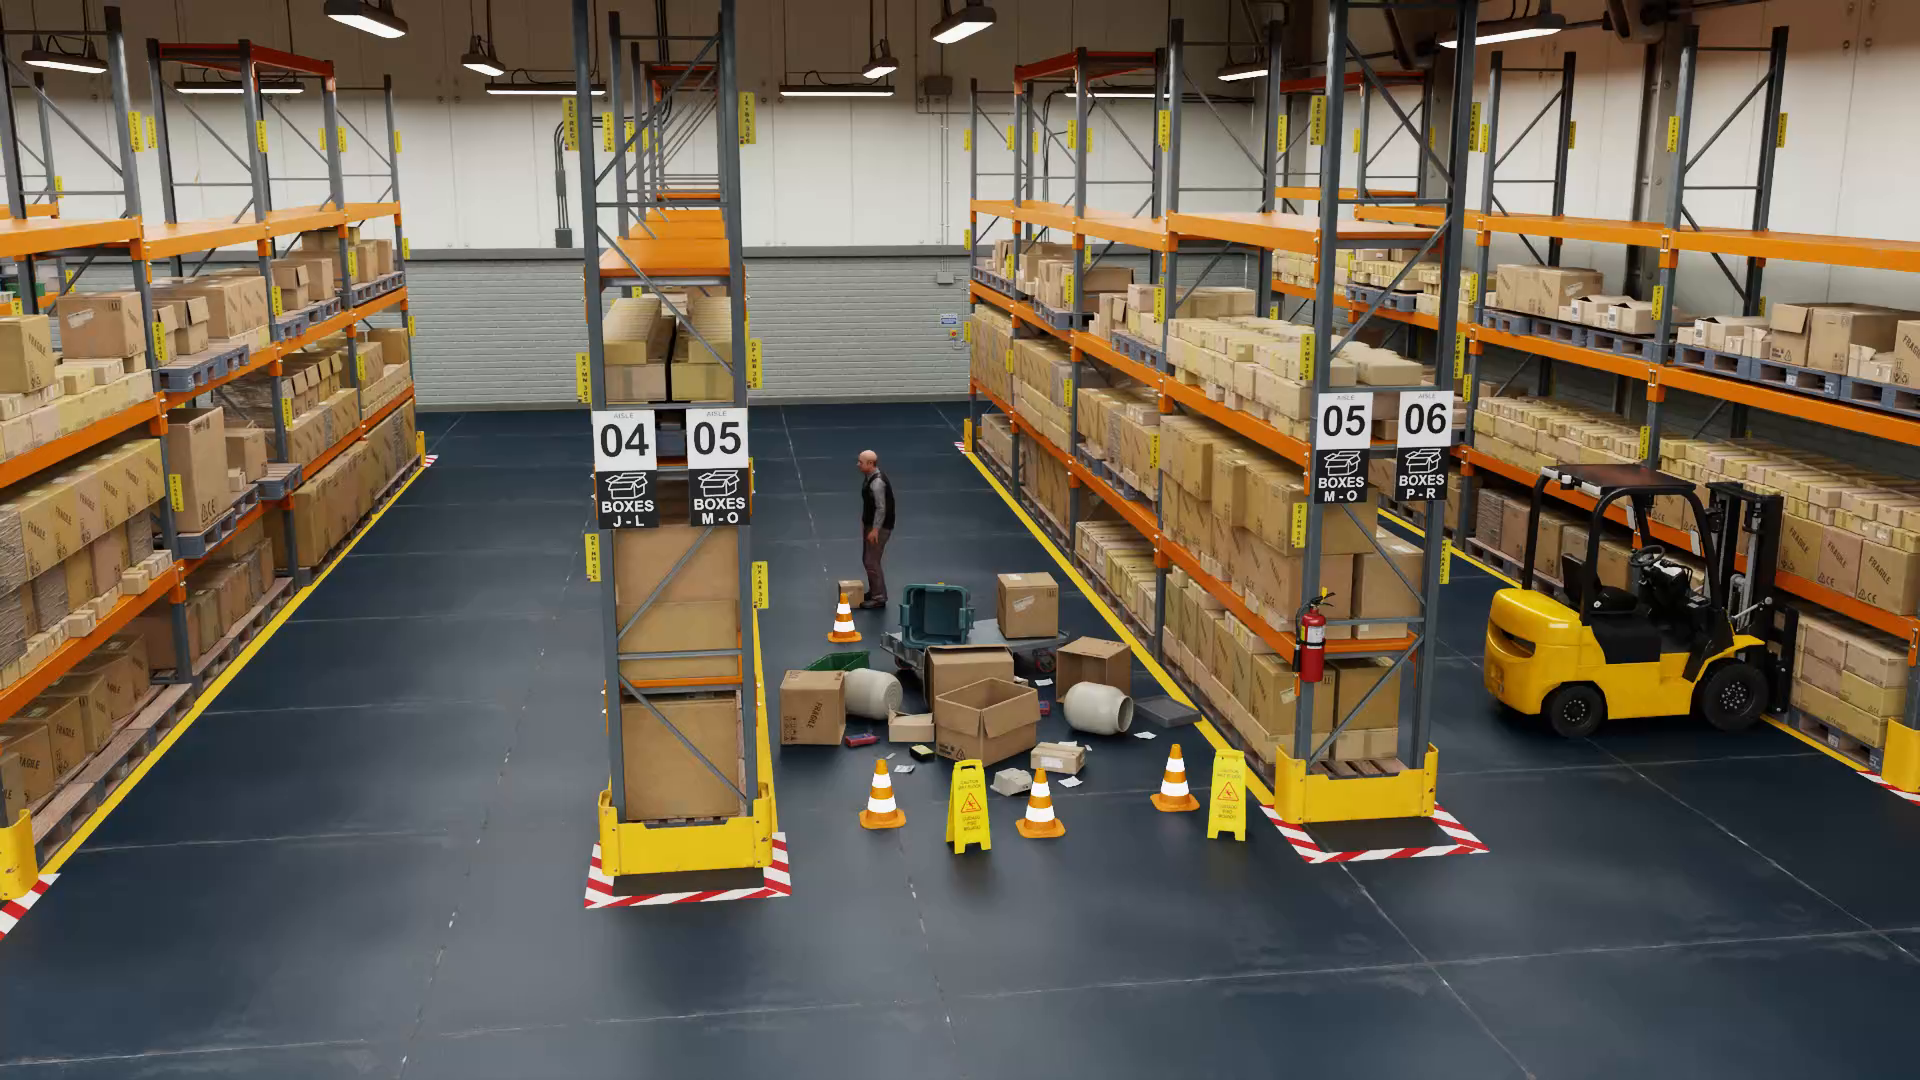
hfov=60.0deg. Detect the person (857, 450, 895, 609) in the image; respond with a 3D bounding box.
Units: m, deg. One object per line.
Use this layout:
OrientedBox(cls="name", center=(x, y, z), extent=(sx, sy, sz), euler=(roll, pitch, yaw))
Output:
OrientedBox(cls="person", center=(-0.920, -0.132, 18.102), extent=(0.419, 1.722, 0.594), euler=(-3, 13, -11))
